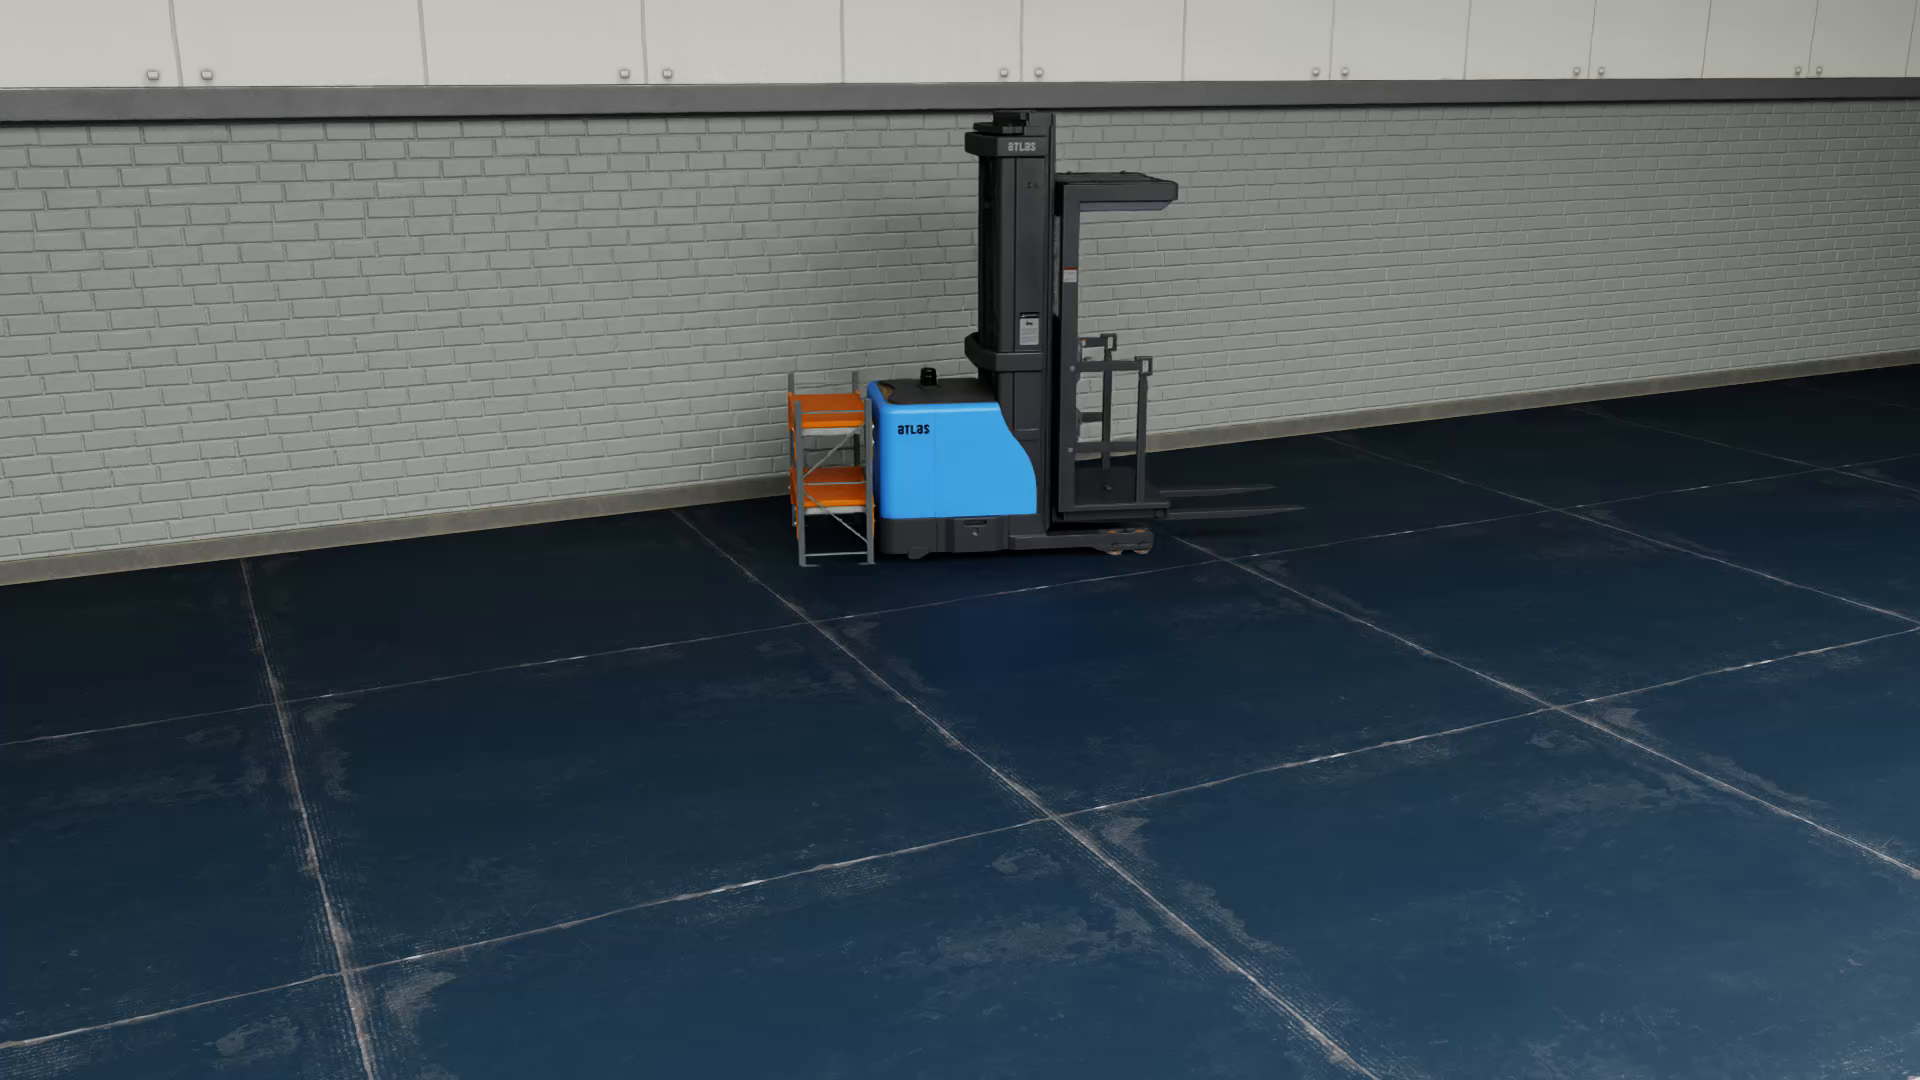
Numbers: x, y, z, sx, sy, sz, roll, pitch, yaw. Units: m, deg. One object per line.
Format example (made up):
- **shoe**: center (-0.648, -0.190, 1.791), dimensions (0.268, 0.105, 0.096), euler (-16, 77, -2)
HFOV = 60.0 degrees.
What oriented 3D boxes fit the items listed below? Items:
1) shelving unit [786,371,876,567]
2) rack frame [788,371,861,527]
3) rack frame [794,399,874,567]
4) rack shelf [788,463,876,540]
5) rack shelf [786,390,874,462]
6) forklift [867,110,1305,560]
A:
- **shelving unit**: center (-0.902, -0.512, 11.495), dimensions (0.538, 1.125, 1.048), euler (-2, 16, -8)
- **rack frame**: center (-0.973, -0.651, 11.979), dimensions (0.500, 1.125, 0.032), euler (-2, 16, -8)
- **rack frame**: center (-0.830, -0.373, 11.011), dimensions (0.500, 1.125, 0.032), euler (-2, 16, -8)
- **rack shelf**: center (-0.902, -0.277, 11.562), dimensions (0.538, 0.278, 1.000), euler (-2, 16, -8)
- **rack shelf**: center (-0.902, -0.793, 11.414), dimensions (0.538, 0.278, 1.000), euler (-2, 16, -8)
- **forklift**: center (0.887, -1.446, 11.477), dimensions (3.031, 2.935, 1.130), euler (-2, 16, -8)
